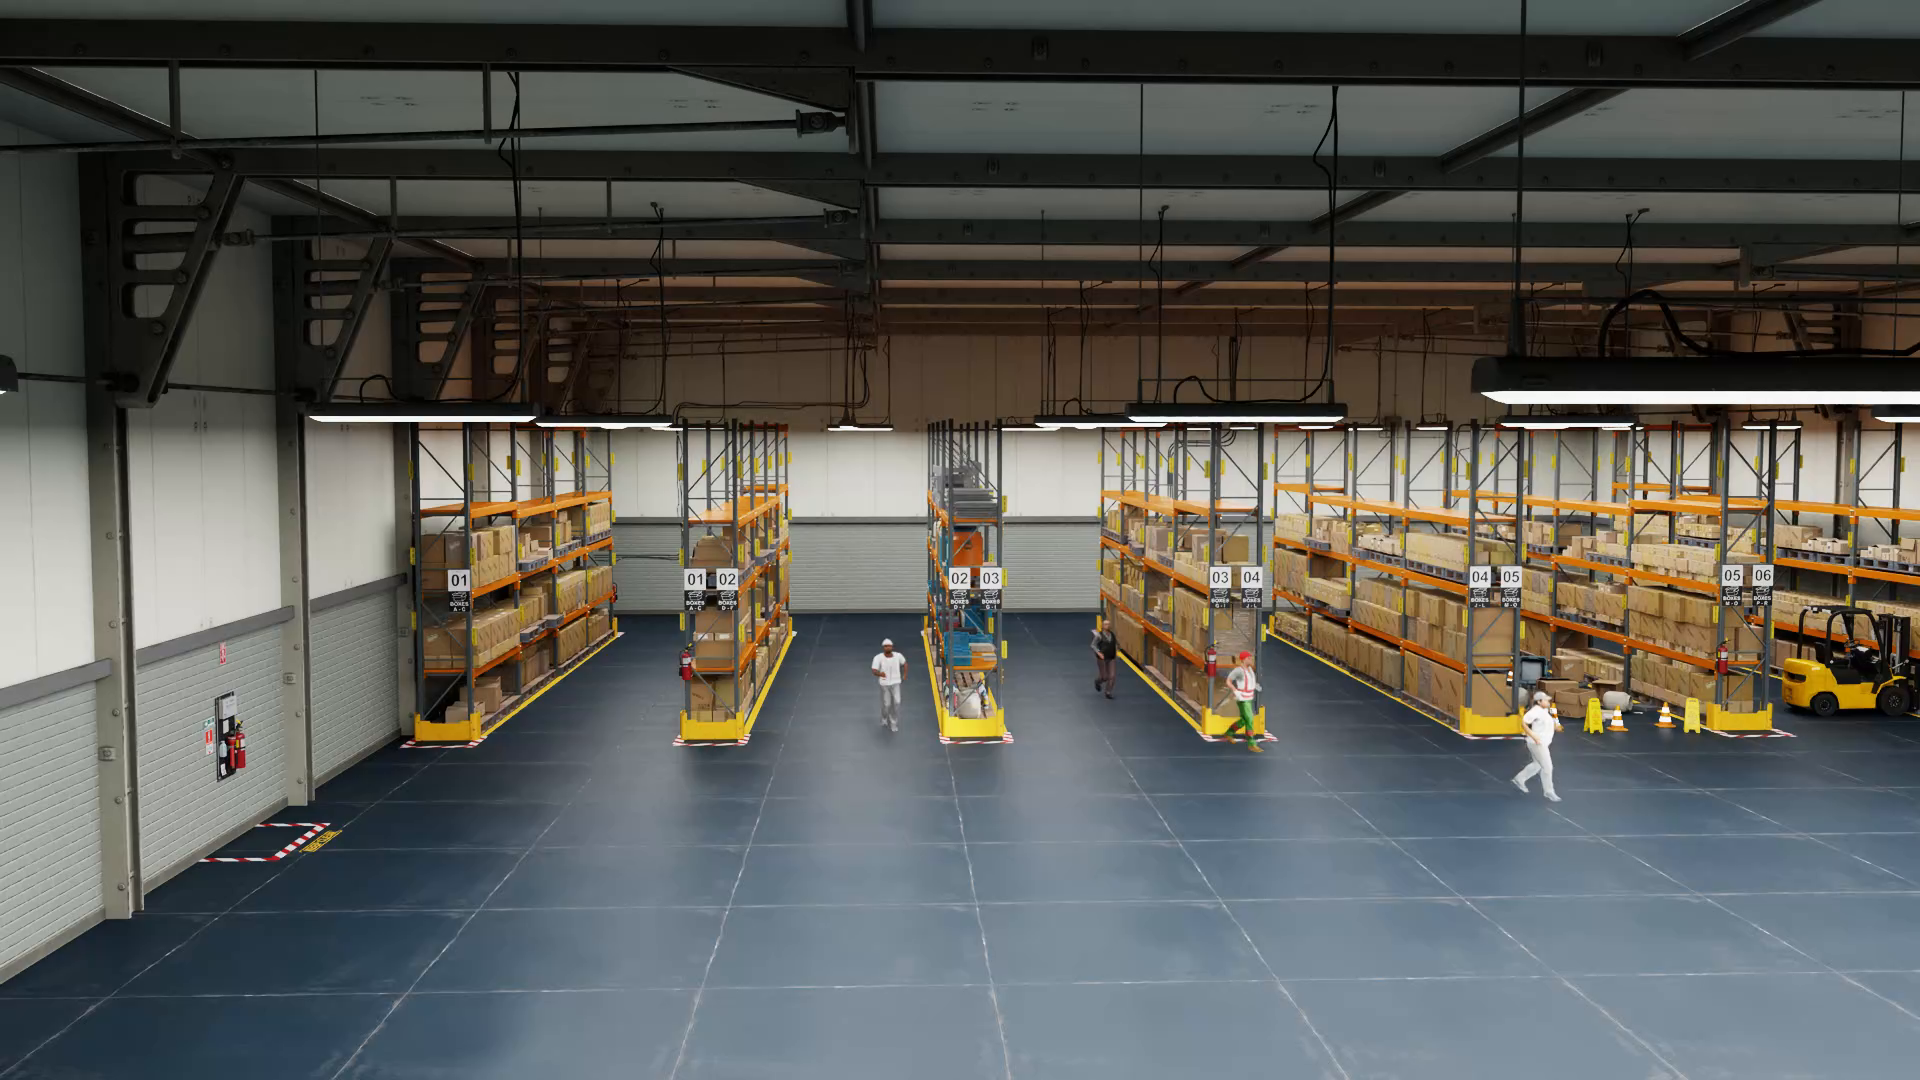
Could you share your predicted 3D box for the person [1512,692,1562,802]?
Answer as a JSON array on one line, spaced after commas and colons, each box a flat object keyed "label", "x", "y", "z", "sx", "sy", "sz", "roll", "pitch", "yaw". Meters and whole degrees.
[{"label": "person", "x": 9.083, "y": 3.220, "z": 26.112, "sx": 0.793, "sy": 1.689, "sz": 0.602, "roll": 2, "pitch": 4, "yaw": 34}]

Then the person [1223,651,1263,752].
[{"label": "person", "x": 5.127, "y": 2.900, "z": 30.087, "sx": 0.851, "sy": 1.798, "sz": 0.659, "roll": 3, "pitch": 5, "yaw": 37}]

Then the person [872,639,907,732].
[{"label": "person", "x": -1.351, "y": 2.807, "z": 32.138, "sx": 0.707, "sy": 1.794, "sz": 0.741, "roll": -1, "pitch": 4, "yaw": -8}]

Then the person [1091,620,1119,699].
[{"label": "person", "x": 3.157, "y": 2.576, "z": 35.919, "sx": 0.675, "sy": 1.688, "sz": 0.762, "roll": -1, "pitch": 4, "yaw": -19}]
